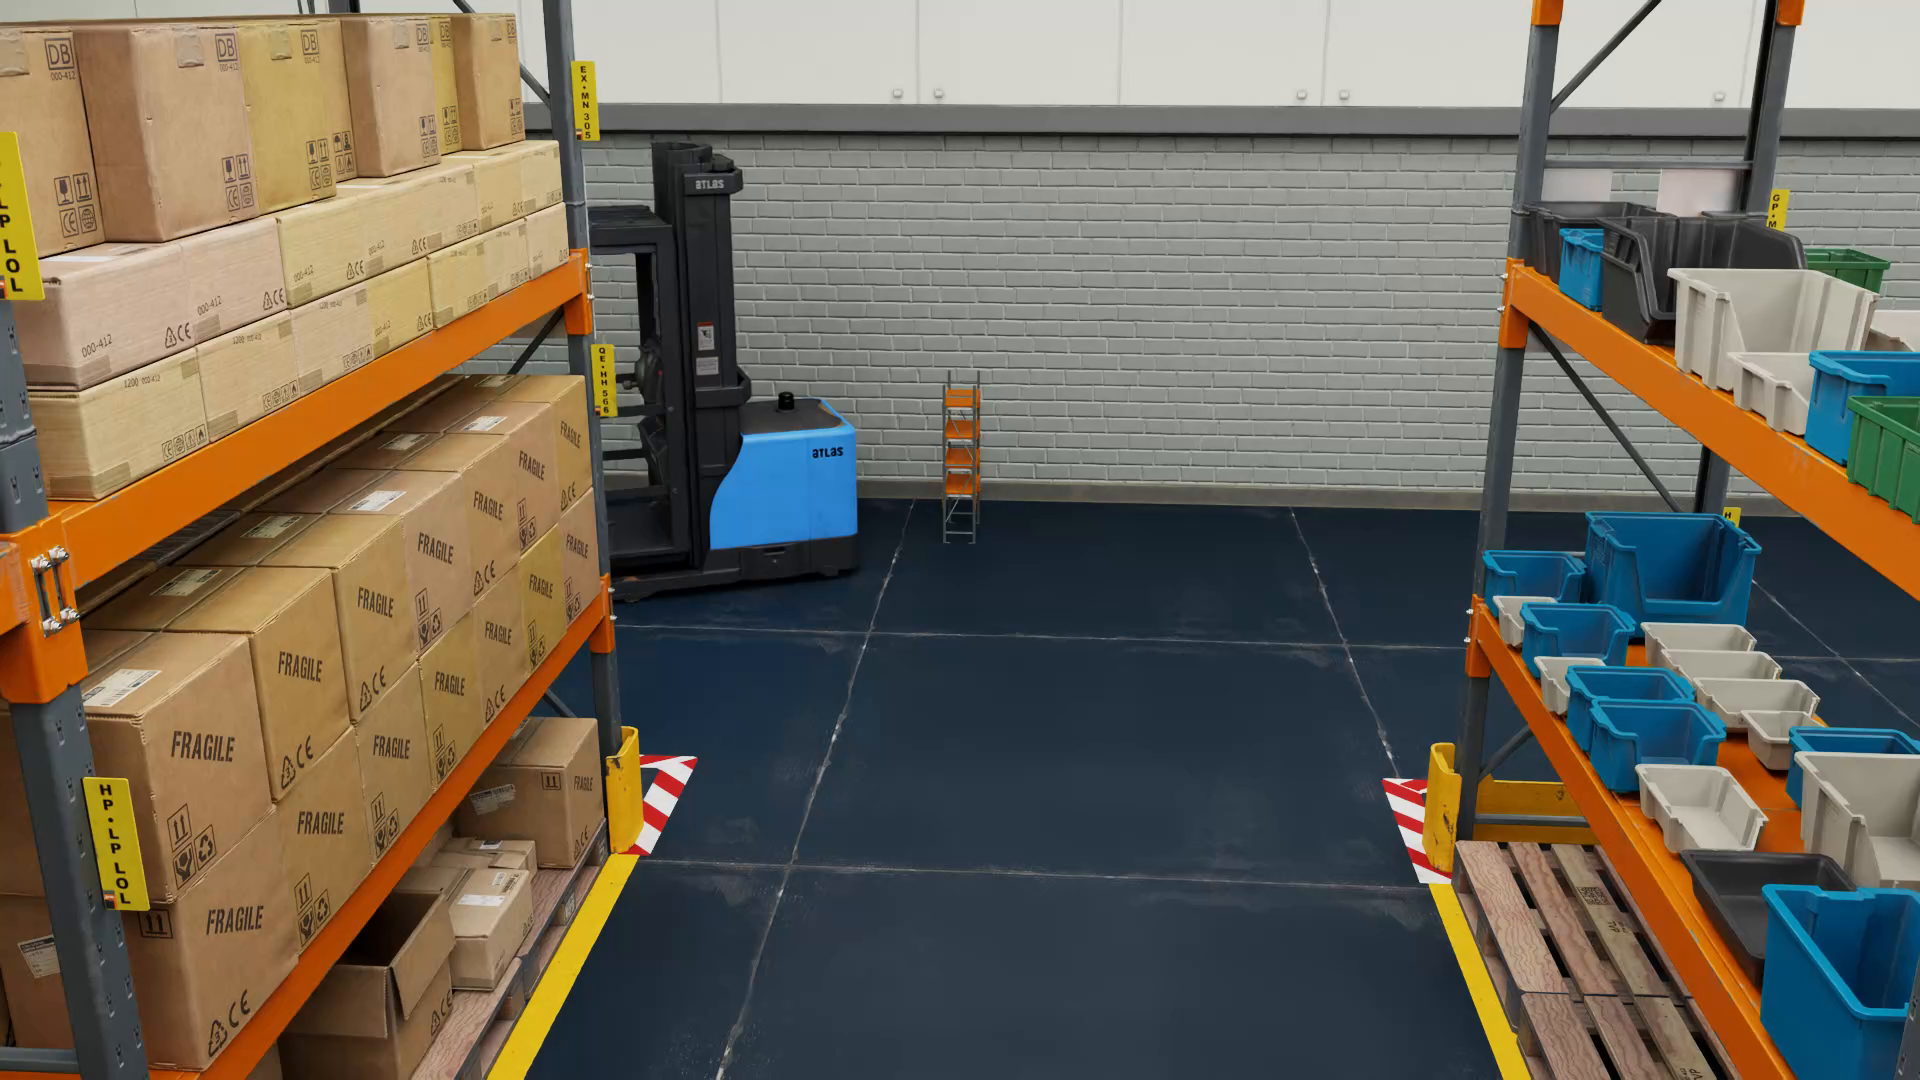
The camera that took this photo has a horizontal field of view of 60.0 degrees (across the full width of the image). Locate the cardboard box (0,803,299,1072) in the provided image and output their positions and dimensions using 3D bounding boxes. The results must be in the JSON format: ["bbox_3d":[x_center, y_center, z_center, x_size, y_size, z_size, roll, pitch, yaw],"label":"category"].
[{"bbox_3d":[-2.114,1.015,4.348,0.500,0.500,0.500,2,18,5],"label":"cardboard box"}]

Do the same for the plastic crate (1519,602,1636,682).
[{"bbox_3d":[2.412,0.409,6.531,0.416,0.233,0.300,1,18,4],"label":"plastic crate"}]

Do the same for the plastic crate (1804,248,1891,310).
[{"bbox_3d":[3.019,-0.928,5.961,0.450,0.188,0.336,1,18,4],"label":"plastic crate"}]

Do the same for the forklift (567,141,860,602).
[{"bbox_3d":[-2.274,-1.141,11.198,3.031,2.935,1.130,-6,19,-17],"label":"forklift"}]

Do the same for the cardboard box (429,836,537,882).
[{"bbox_3d":[-2.048,1.408,7.153,0.380,0.166,0.250,1,18,4],"label":"cardboard box"}]

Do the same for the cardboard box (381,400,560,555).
[{"bbox_3d":[-1.928,-0.249,6.600,0.500,0.500,0.500,2,18,5],"label":"cardboard box"}]

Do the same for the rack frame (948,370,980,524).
[{"bbox_3d":[0.029,-0.697,12.624,0.240,1.200,0.015,1,18,4],"label":"rack frame"}]

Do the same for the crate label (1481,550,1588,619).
[{"bbox_3d":[2.459,0.204,7.155,0.416,0.233,0.303,1,18,4],"label":"crate label"}]

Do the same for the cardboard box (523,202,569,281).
[{"bbox_3d":[-1.909,-1.216,6.742,0.500,0.250,0.500,1,18,4],"label":"cardboard box"}]

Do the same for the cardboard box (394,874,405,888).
[{"bbox_3d":[-2.529,1.543,6.606,0.500,0.250,0.500,1,18,4],"label":"cardboard box"}]

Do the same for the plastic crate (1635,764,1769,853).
[{"bbox_3d":[2.343,0.876,5.261,0.293,0.136,0.466,1,18,4],"label":"plastic crate"}]

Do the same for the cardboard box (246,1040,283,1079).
[{"bbox_3d":[-2.611,1.867,5.519,0.500,0.311,0.500,1,18,4],"label":"cardboard box"}]

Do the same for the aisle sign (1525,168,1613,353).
[{"bbox_3d":[2.514,-1.180,7.033,0.394,0.787,0.004,1,18,4],"label":"aisle sign"}]

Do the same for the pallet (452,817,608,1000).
[{"bbox_3d":[-2.197,1.569,7.297,1.003,0.211,1.213,1,18,4],"label":"pallet"}]

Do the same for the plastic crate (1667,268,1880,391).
[{"bbox_3d":[2.338,-0.604,4.821,0.437,0.282,0.530,1,18,4],"label":"plastic crate"}]

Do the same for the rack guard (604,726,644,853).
[{"bbox_3d":[-2.141,1.184,8.008,1.175,0.500,0.348,1,18,4],"label":"rack guard"}]

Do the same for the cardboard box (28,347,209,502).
[{"bbox_3d":[-2.140,-0.285,3.899,0.500,0.250,0.500,1,18,4],"label":"cardboard box"}]

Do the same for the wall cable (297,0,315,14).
[{"bbox_3d":[-6.315,-3.261,12.910,3.097,2.526,0.112,1,18,4],"label":"wall cable"}]

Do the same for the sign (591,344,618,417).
[{"bbox_3d":[-1.583,-0.710,7.404,0.100,0.325,0.005,1,18,4],"label":"sign"}]

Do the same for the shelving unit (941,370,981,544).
[{"bbox_3d":[0.012,-0.622,12.393,0.258,1.200,0.503,1,18,4],"label":"shelving unit"}]

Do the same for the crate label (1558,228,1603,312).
[{"bbox_3d":[2.416,-0.991,6.053,0.408,0.251,0.502,1,18,4],"label":"crate label"}]

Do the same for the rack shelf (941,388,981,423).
[{"bbox_3d":[0.012,-0.995,12.271,0.258,0.148,0.480,1,18,4],"label":"rack shelf"}]

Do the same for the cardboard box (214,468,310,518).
[{"bbox_3d":[-2.536,0.057,5.665,0.500,0.500,0.500,1,18,3],"label":"cardboard box"}]

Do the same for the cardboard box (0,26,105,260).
[{"bbox_3d":[-2.425,-0.885,3.724,0.700,0.500,0.500,1,18,4],"label":"cardboard box"}]

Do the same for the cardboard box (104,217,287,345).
[{"bbox_3d":[-2.106,-0.678,4.296,0.500,0.250,0.500,1,18,4],"label":"cardboard box"}]

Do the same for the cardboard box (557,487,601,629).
[{"bbox_3d":[-1.896,0.070,7.232,0.500,0.500,0.500,2,18,6],"label":"cardboard box"}]

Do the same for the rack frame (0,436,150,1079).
[{"bbox_3d":[-2.422,1.215,3.899,1.000,3.000,0.127,1,18,4],"label":"rack frame"}]

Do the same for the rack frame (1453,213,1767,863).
[{"bbox_3d":[2.805,0.084,7.349,1.000,3.000,0.127,1,18,4],"label":"rack frame"}]

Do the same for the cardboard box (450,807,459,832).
[{"bbox_3d":[-2.508,1.240,7.692,0.380,0.149,0.250,1,18,4],"label":"cardboard box"}]

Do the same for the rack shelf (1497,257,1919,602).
[{"bbox_3d":[2.662,-0.378,5.099,1.077,0.370,4.000,1,18,4],"label":"rack shelf"}]

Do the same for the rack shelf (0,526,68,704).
[{"bbox_3d":[-2.566,0.752,1.648,1.077,0.370,4.000,1,18,4],"label":"rack shelf"}]

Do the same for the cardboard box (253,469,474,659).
[{"bbox_3d":[-1.998,0.072,5.621,0.500,0.500,0.500,2,18,6],"label":"cardboard box"}]

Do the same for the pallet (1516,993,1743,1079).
[{"bbox_3d":[2.617,2.042,5.851,1.003,0.211,1.213,1,18,4],"label":"pallet"}]

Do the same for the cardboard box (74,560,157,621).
[{"bbox_3d":[-2.610,0.370,4.711,0.500,0.500,0.500,1,18,3],"label":"cardboard box"}]

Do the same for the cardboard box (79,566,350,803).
[{"bbox_3d":[-2.071,0.392,4.644,0.500,0.500,0.500,1,18,2],"label":"cardboard box"}]

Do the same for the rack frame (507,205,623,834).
[{"bbox_3d":[-2.135,-0.028,7.690,1.000,3.000,0.127,1,18,4],"label":"rack frame"}]

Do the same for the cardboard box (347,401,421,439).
[{"bbox_3d":[-2.460,-0.256,6.621,0.500,0.500,0.500,1,18,4],"label":"cardboard box"}]

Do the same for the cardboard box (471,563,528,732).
[{"bbox_3d":[-1.971,0.386,6.267,0.500,0.500,0.500,1,18,4],"label":"cardboard box"}]

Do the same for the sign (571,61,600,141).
[{"bbox_3d":[-1.583,-1.855,7.029,0.100,0.325,0.005,1,18,4],"label":"sign"}]

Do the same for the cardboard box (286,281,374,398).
[{"bbox_3d":[-2.063,-0.596,4.847,0.500,0.250,0.500,1,18,4],"label":"cardboard box"}]

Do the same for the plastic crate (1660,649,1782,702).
[{"bbox_3d":[2.892,0.528,6.322,0.396,0.136,0.243,1,18,4],"label":"plastic crate"}]

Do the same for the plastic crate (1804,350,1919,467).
[{"bbox_3d":[2.265,-0.309,4.002,0.416,0.233,0.300,1,18,4],"label":"plastic crate"}]

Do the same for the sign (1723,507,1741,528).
[{"bbox_3d":[3.355,0.014,7.302,0.100,0.325,0.005,1,18,4],"label":"sign"}]

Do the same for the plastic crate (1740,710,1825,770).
[{"bbox_3d":[2.894,0.707,5.775,0.298,0.136,0.250,1,18,4],"label":"plastic crate"}]

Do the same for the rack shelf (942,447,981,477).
[{"bbox_3d":[0.012,-0.558,12.414,0.258,0.148,0.480,1,18,4],"label":"rack shelf"}]

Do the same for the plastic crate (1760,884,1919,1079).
[{"bbox_3d":[2.211,1.153,4.017,0.392,0.384,0.575,1,18,4],"label":"plastic crate"}]

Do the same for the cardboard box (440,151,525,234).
[{"bbox_3d":[-1.953,-1.299,6.191,0.500,0.250,0.500,1,18,4],"label":"cardboard box"}]

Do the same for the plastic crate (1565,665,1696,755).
[{"bbox_3d":[2.364,0.613,5.907,0.416,0.233,0.300,1,18,4],"label":"plastic crate"}]

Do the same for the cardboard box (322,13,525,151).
[{"bbox_3d":[-2.156,-1.816,6.564,0.700,0.500,0.500,1,18,4],"label":"cardboard box"}]

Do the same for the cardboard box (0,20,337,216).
[{"bbox_3d":[-2.218,-1.193,4.663,0.700,0.500,0.500,1,18,4],"label":"cardboard box"}]

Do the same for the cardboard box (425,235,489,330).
[{"bbox_3d":[-1.979,-0.906,5.794,0.500,0.250,0.500,1,18,4],"label":"cardboard box"}]

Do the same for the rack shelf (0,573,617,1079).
[{"bbox_3d":[-2.279,0.935,5.907,1.077,0.370,4.000,1,18,4],"label":"rack shelf"}]

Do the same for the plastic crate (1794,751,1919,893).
[{"bbox_3d":[2.811,0.884,5.002,0.437,0.282,0.530,1,18,4],"label":"plastic crate"}]

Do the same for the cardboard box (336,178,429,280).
[{"bbox_3d":[-2.022,-0.988,5.243,0.500,0.250,0.500,1,18,4],"label":"cardboard box"}]

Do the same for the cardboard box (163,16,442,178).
[{"bbox_3d":[-2.205,-1.505,5.615,0.700,0.500,0.500,1,18,4],"label":"cardboard box"}]

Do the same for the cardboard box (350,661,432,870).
[{"bbox_3d":[-2.042,0.700,5.308,0.500,0.500,0.500,1,18,4],"label":"cardboard box"}]
